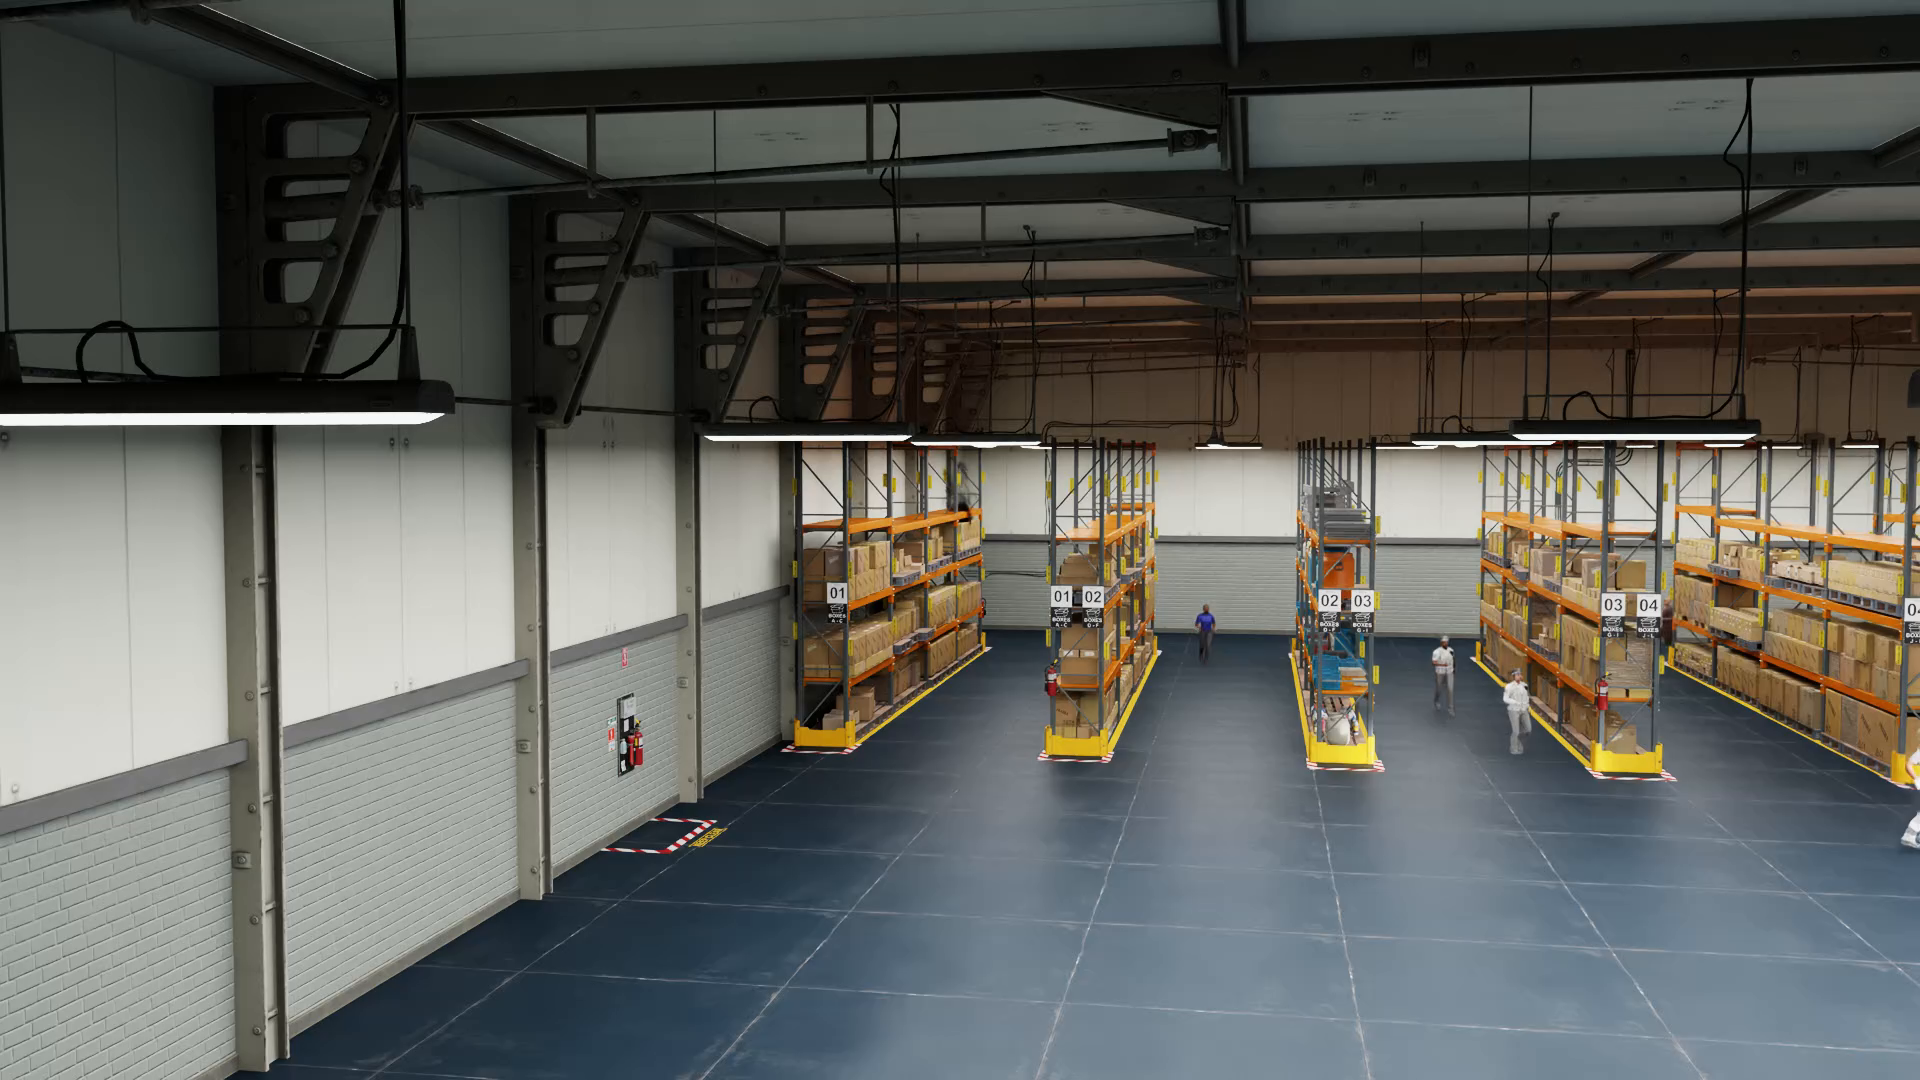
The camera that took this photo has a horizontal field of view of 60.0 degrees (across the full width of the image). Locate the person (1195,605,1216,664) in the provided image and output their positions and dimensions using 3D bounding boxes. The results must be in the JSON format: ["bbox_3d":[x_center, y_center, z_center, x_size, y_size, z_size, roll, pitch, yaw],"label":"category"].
[{"bbox_3d":[6.641,2.541,44.915,0.567,1.609,0.604,0,3,-1],"label":"person"}]

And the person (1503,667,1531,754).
[{"bbox_3d":[10.543,3.225,31.290,0.602,1.655,0.554,0,3,-8],"label":"person"}]

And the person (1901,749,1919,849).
[{"bbox_3d":[13.808,3.576,23.632,0.735,1.817,0.641,2,4,36],"label":"person"}]

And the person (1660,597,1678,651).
[{"bbox_3d":[19.447,2.443,45.675,0.995,1.789,0.734,0,3,1],"label":"person"}]

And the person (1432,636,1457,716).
[{"bbox_3d":[10.586,2.932,36.341,0.569,1.700,0.930,0,3,-1],"label":"person"}]
